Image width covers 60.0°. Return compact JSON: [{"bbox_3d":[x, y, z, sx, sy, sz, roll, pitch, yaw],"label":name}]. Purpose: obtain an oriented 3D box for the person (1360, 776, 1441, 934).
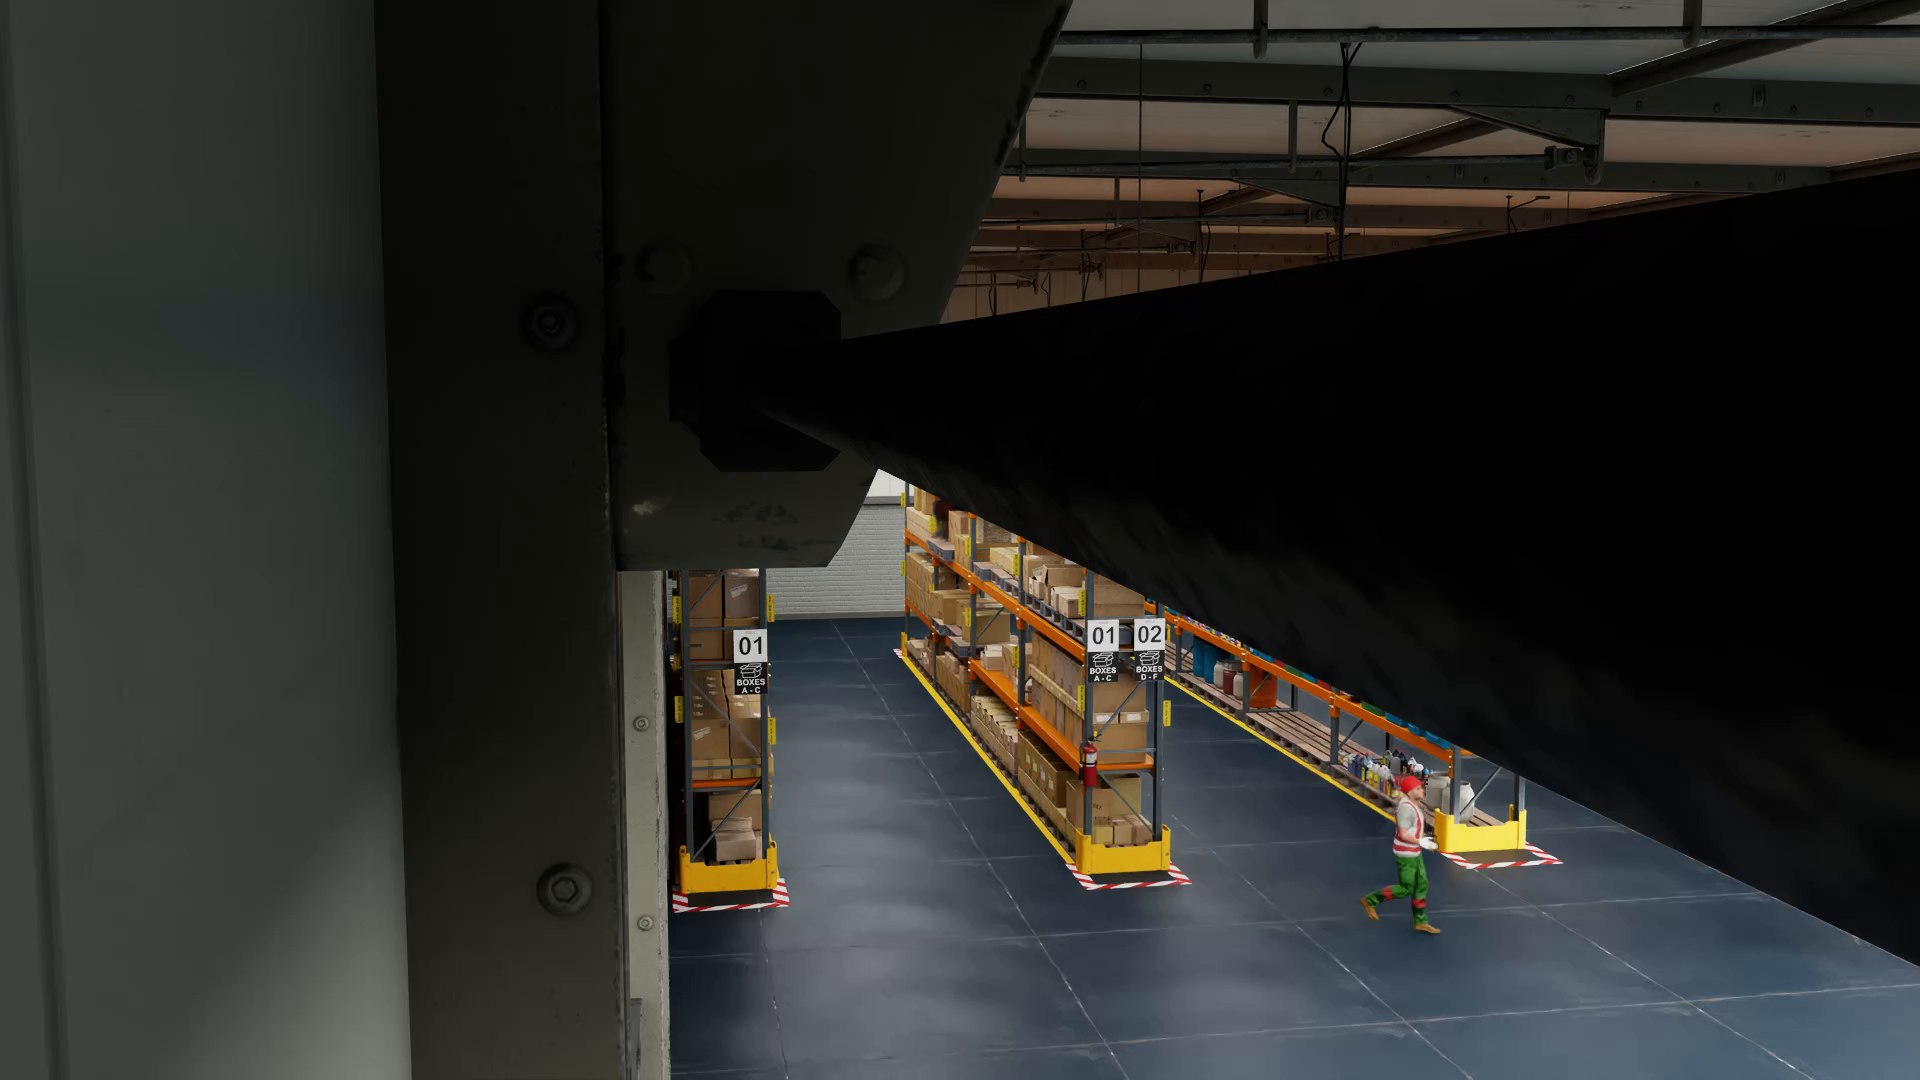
[{"bbox_3d":[4.982,3.522,18.709,0.886,1.781,0.664,2,6,19],"label":"person"}]
